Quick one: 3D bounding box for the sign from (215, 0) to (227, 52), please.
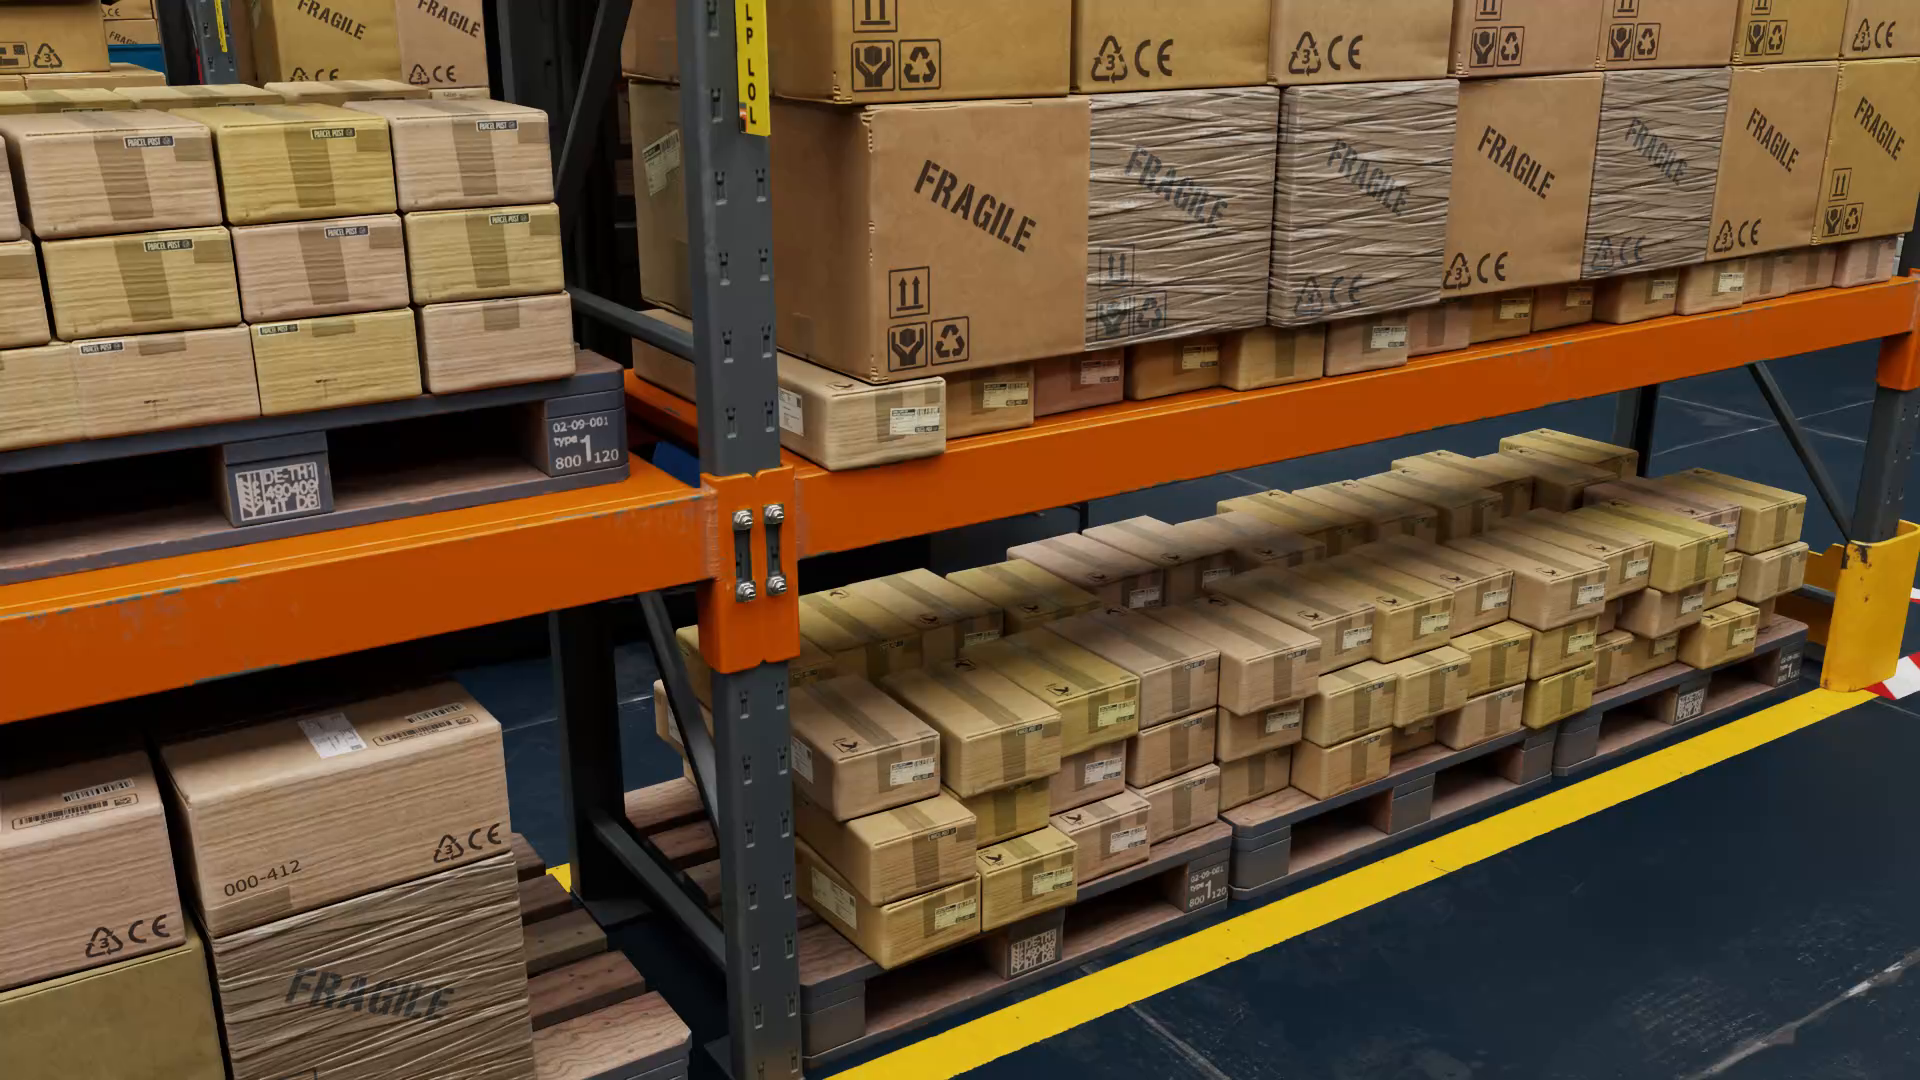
[{"bbox_3d":[-2.982,-2.133,6.687,0.005,0.325,0.100,-12,22,-31],"label":"sign"}]

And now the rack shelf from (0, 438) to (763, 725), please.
[{"bbox_3d":[-2.316,0.272,2.380,4.000,0.370,1.077,-12,22,-31],"label":"rack shelf"}]

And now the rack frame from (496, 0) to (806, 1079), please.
[{"bbox_3d":[-0.645,-0.421,3.307,0.127,3.000,1.000,-12,22,-31],"label":"rack frame"}]

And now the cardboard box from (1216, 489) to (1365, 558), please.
[{"bbox_3d":[0.983,-0.017,4.979,0.250,0.149,0.380,-12,22,-31],"label":"cardboard box"}]

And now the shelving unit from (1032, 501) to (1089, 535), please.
[{"bbox_3d":[0.096,-0.715,6.519,0.755,1.500,0.431,-10,21,-28],"label":"shelving unit"}]

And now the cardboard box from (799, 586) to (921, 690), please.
[{"bbox_3d":[-0.300,0.261,4.157,0.250,0.149,0.380,-12,22,-31],"label":"cardboard box"}]

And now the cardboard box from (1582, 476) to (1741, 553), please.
[{"bbox_3d":[2.151,-0.066,5.123,0.250,0.149,0.380,-11,22,-30],"label":"cardboard box"}]

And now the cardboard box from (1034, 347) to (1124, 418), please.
[{"bbox_3d":[0.140,-0.391,3.609,0.250,0.149,0.380,-13,23,-34],"label":"cardboard box"}]

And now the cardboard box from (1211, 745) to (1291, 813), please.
[{"bbox_3d":[0.627,0.533,4.280,0.250,0.149,0.380,-13,23,-34],"label":"cardboard box"}]

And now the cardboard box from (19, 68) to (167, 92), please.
[{"bbox_3d":[-3.529,-1.657,6.808,0.500,0.500,0.500,-12,22,-31],"label":"cardboard box"}]

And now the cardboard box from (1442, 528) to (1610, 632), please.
[{"bbox_3d":[1.560,0.105,4.619,0.250,0.149,0.380,-11,22,-29],"label":"cardboard box"}]

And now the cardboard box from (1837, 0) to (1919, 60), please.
[{"bbox_3d":[2.450,-1.640,4.732,0.500,0.500,0.500,-12,22,-32],"label":"cardboard box"}]

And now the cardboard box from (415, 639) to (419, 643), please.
[{"bbox_3d":[-1.408,0.268,3.344,0.500,0.250,0.500,-13,23,-34],"label":"cardboard box"}]

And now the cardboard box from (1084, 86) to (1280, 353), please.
[{"bbox_3d":[0.316,-0.718,3.565,0.500,0.500,0.500,-12,22,-31],"label":"cardboard box"}]

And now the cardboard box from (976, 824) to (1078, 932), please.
[{"bbox_3d":[0.058,0.705,3.770,0.250,0.149,0.380,-11,22,-30],"label":"cardboard box"}]

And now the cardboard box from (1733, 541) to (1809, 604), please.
[{"bbox_3d":[2.412,0.054,5.232,0.250,0.149,0.380,-13,22,-33],"label":"cardboard box"}]

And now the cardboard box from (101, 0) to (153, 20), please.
[{"bbox_3d":[-7.755,-5.036,15.239,0.500,0.500,0.500,-13,22,-33],"label":"cardboard box"}]

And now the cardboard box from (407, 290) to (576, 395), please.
[{"bbox_3d":[-0.868,-0.378,2.916,0.250,0.149,0.380,-12,22,-33],"label":"cardboard box"}]

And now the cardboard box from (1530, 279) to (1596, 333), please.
[{"bbox_3d":[1.454,-0.670,4.436,0.250,0.149,0.380,-13,23,-34],"label":"cardboard box"}]

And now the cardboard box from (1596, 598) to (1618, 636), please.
[{"bbox_3d":[1.698,0.166,4.901,0.250,0.149,0.380,-12,22,-32],"label":"cardboard box"}]

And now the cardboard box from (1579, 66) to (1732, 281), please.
[{"bbox_3d":[1.611,-0.985,4.353,0.500,0.500,0.500,-12,22,-31],"label":"cardboard box"}]

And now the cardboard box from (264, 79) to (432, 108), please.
[{"bbox_3d":[-1.227,-0.836,3.343,0.250,0.149,0.380,-11,21,-29],"label":"cardboard box"}]

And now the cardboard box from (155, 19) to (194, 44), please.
[{"bbox_3d":[-7.313,-4.659,15.685,0.500,0.500,0.500,-12,22,-32],"label":"cardboard box"}]

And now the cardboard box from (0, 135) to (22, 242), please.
[{"bbox_3d":[-1.533,-0.521,2.410,0.250,0.149,0.380,-12,22,-32],"label":"cardboard box"}]

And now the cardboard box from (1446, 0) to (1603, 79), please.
[{"bbox_3d":[1.158,-1.363,3.912,0.500,0.500,0.500,-13,23,-33],"label":"cardboard box"}]

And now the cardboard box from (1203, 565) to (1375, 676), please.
[{"bbox_3d":[0.848,0.208,4.313,0.250,0.149,0.380,-13,23,-34],"label":"cardboard box"}]

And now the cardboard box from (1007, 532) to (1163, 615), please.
[{"bbox_3d":[0.339,0.118,4.580,0.250,0.149,0.380,-13,23,-34],"label":"cardboard box"}]

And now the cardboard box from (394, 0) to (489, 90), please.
[{"bbox_3d":[-2.333,-2.291,7.438,0.500,0.500,0.500,-12,22,-31],"label":"cardboard box"}]

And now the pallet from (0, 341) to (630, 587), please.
[{"bbox_3d":[-1.364,-0.234,3.054,1.213,0.211,1.003,-12,22,-31],"label":"pallet"}]

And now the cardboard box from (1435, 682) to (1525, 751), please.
[{"bbox_3d":[1.327,0.422,4.609,0.250,0.149,0.380,-11,22,-30],"label":"cardboard box"}]

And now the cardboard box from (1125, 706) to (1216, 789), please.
[{"bbox_3d":[0.406,0.443,4.081,0.250,0.149,0.380,-13,23,-34],"label":"cardboard box"}]

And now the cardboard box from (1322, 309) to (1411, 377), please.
[{"bbox_3d":[0.844,-0.509,3.960,0.250,0.149,0.380,-11,21,-29],"label":"cardboard box"}]

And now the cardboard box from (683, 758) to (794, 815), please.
[{"bbox_3d":[-0.505,0.570,4.170,0.250,0.149,0.380,-12,22,-31],"label":"cardboard box"}]

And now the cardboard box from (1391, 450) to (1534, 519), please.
[{"bbox_3d":[1.626,-0.164,5.412,0.250,0.149,0.380,-12,22,-32],"label":"cardboard box"}]

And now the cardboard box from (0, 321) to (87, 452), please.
[{"bbox_3d":[-1.503,-0.245,2.522,0.250,0.149,0.380,-13,23,-34],"label":"cardboard box"}]

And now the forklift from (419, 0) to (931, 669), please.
[{"bbox_3d":[-1.672,-1.151,5.573,3.031,2.935,1.130,-8,20,-22],"label":"forklift"}]

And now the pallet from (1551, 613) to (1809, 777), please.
[{"bbox_3d":[1.934,0.342,5.402,1.213,0.211,1.003,-12,22,-31],"label":"pallet"}]

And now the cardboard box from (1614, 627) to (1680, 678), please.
[{"bbox_3d":[1.943,0.270,5.057,0.250,0.149,0.380,-12,22,-32],"label":"cardboard box"}]

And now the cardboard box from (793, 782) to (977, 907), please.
[{"bbox_3d":[-0.166,0.611,3.584,0.250,0.149,0.380,-11,21,-29],"label":"cardboard box"}]

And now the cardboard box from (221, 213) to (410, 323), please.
[{"bbox_3d":[-1.088,-0.472,2.730,0.250,0.149,0.380,-12,22,-31],"label":"cardboard box"}]

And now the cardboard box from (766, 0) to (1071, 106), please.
[{"bbox_3d":[-0.134,-1.097,3.125,0.500,0.500,0.500,-11,22,-30],"label":"cardboard box"}]

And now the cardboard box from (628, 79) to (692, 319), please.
[{"bbox_3d":[-0.397,-0.770,3.719,0.500,0.500,0.500,-12,22,-31],"label":"cardboard box"}]

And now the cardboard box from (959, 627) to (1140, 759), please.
[{"bbox_3d":[0.203,0.353,3.884,0.250,0.149,0.380,-12,22,-32],"label":"cardboard box"}]

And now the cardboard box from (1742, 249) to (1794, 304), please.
[{"bbox_3d":[2.149,-0.792,4.795,0.250,0.149,0.380,-12,22,-32],"label":"cardboard box"}]

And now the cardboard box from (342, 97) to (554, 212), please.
[{"bbox_3d":[-0.873,-0.660,2.821,0.250,0.149,0.380,-11,21,-29],"label":"cardboard box"}]

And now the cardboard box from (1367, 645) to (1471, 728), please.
[{"bbox_3d":[1.114,0.337,4.395,0.250,0.149,0.380,-12,22,-31],"label":"cardboard box"}]

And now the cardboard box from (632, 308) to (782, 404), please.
[{"bbox_3d":[-0.535,-0.415,3.681,0.250,0.149,0.380,-12,22,-32],"label":"cardboard box"}]
